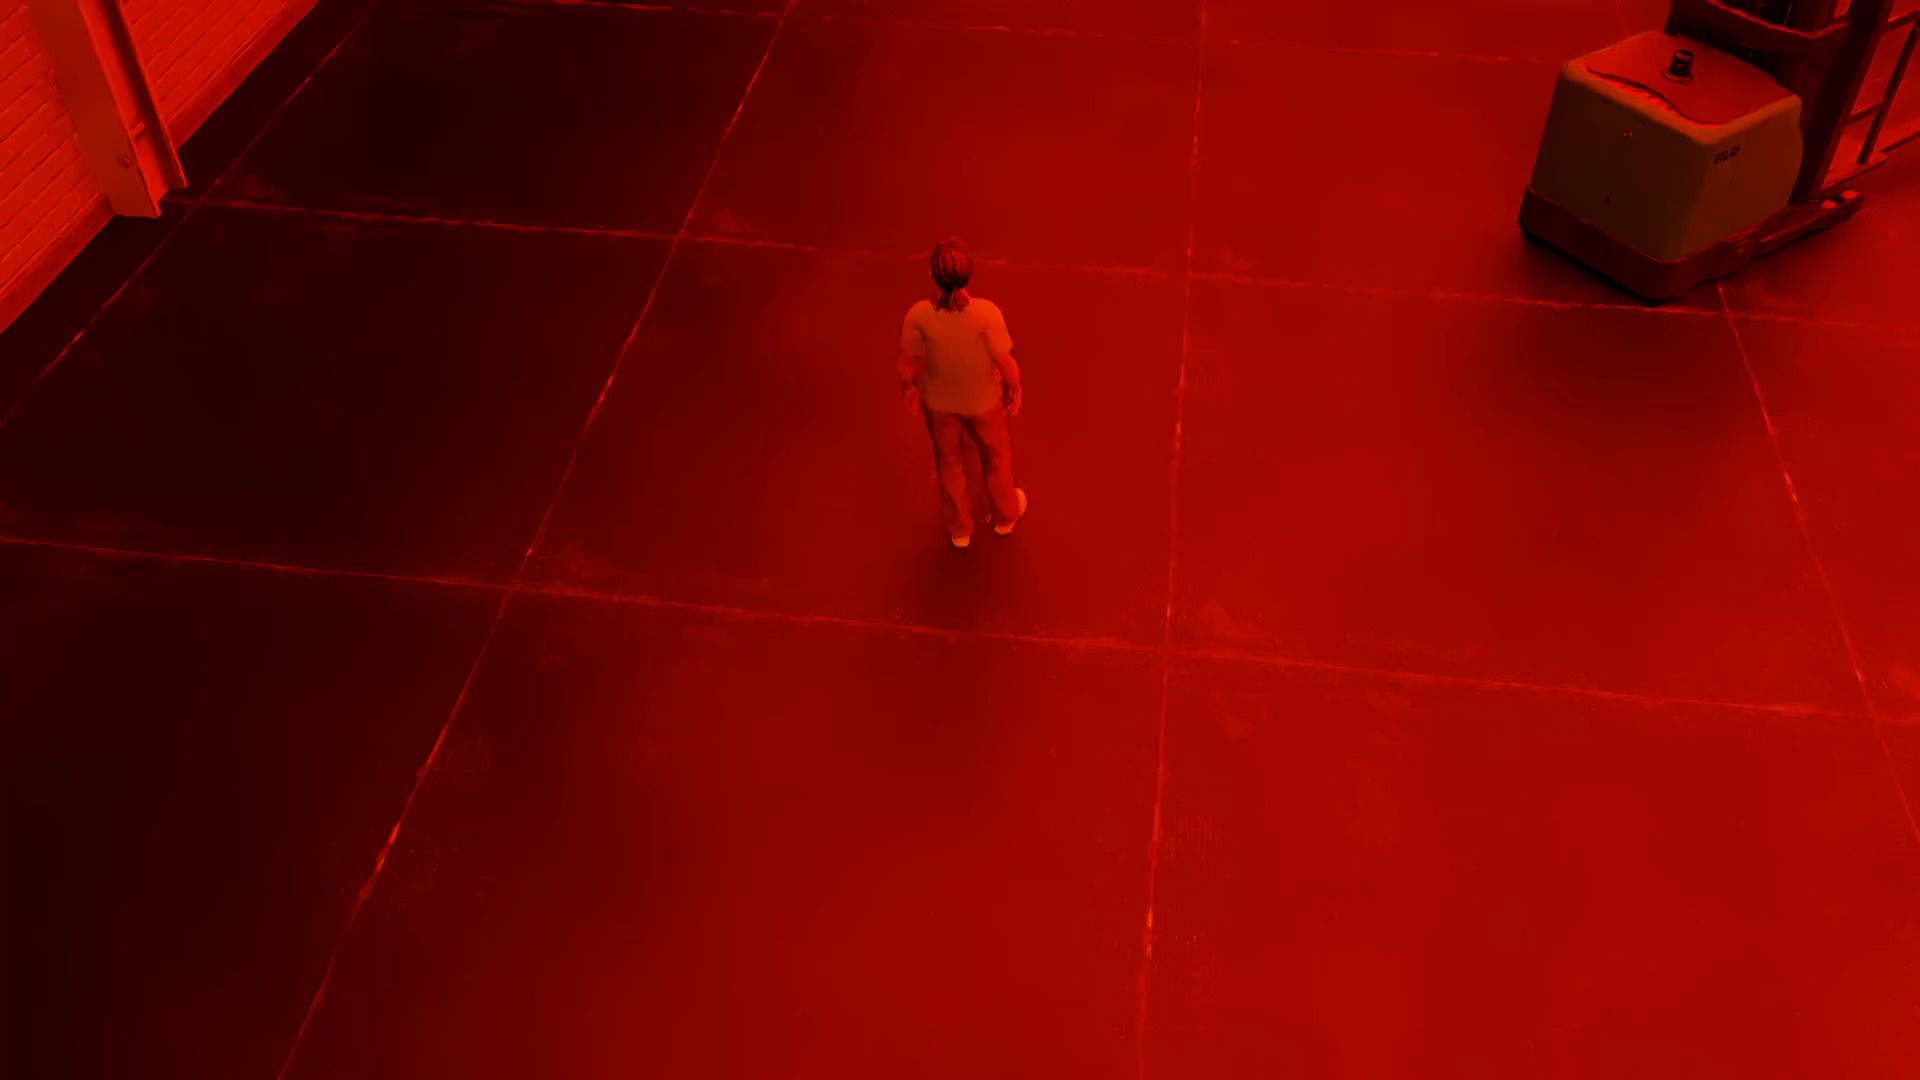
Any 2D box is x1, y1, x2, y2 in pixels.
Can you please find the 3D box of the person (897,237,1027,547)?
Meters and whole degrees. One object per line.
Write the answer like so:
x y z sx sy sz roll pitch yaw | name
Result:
0.021 -0.667 7.376 0.554 1.663 0.548 5 43 6 | person

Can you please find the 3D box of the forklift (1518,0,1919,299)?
4.803 -3.207 9.216 3.031 2.935 1.130 -25 48 -25 | forklift
